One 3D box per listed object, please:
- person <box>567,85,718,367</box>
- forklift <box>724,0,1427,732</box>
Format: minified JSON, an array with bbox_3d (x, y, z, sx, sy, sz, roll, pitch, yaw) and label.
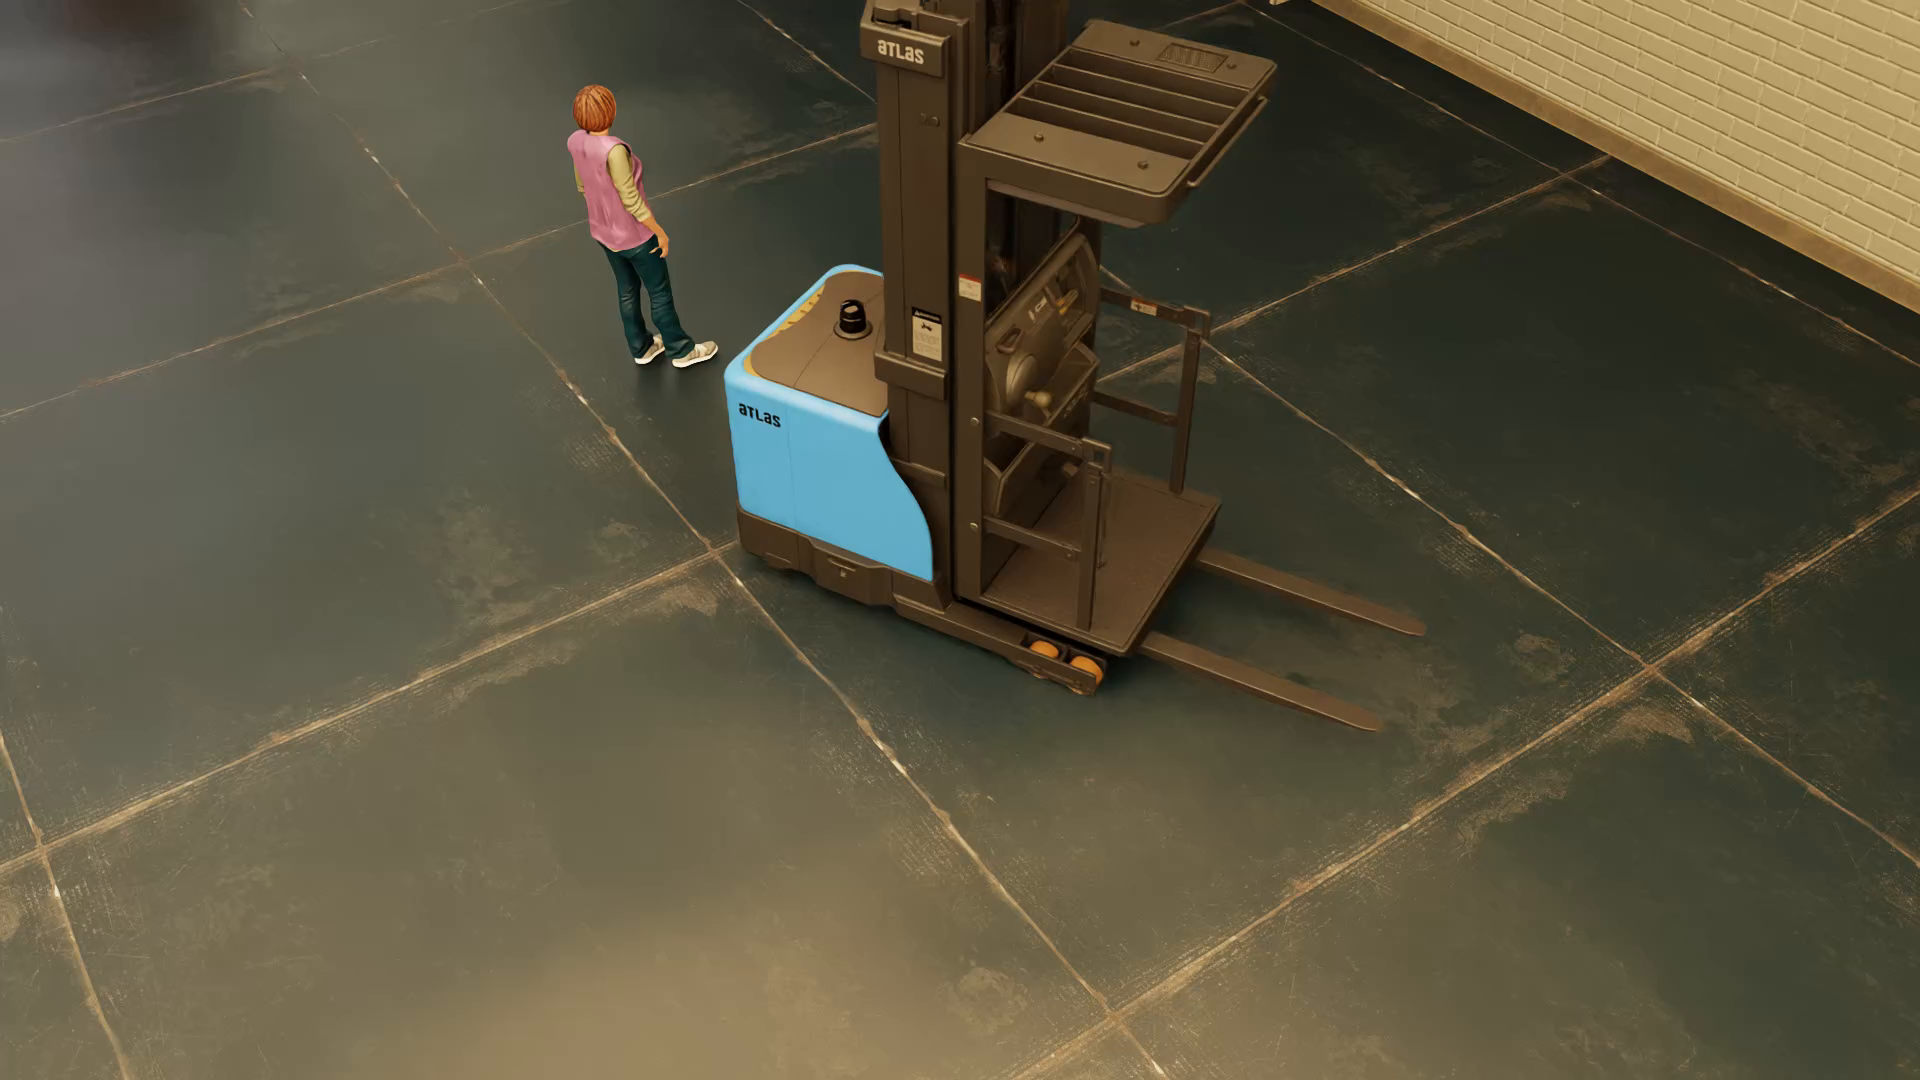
[{"bbox_3d":[-1.632,-1.587,8.413,0.518,1.597,0.476,29,50,28],"label":"person"},{"bbox_3d":[0.519,-0.827,6.613,3.031,2.935,1.130,20,46,20],"label":"forklift"}]
